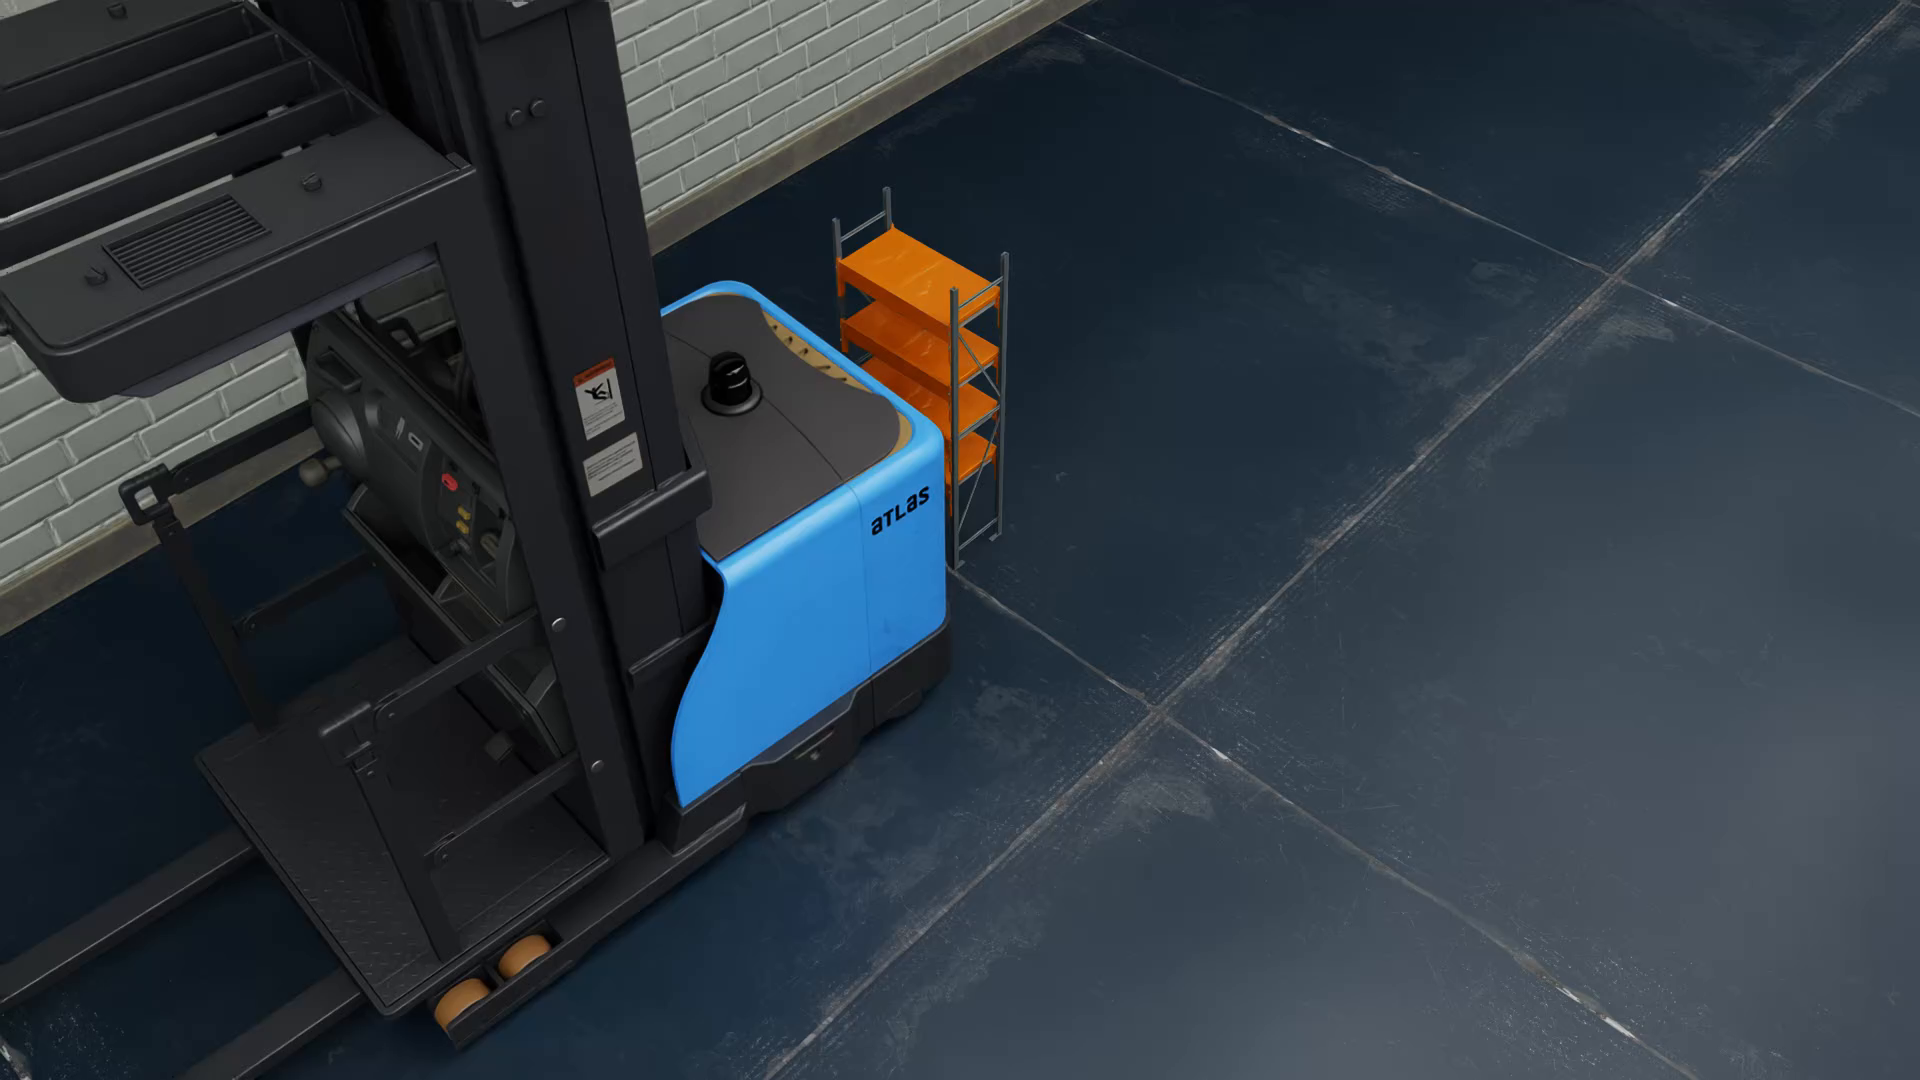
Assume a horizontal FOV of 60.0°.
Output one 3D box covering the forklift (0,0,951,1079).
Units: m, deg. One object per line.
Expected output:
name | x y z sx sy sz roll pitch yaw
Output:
forklift | -1.452 -0.093 3.827 3.031 2.935 1.130 -34 55 -28

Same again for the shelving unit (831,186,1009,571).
shelving unit | -0.122 -0.493 5.389 0.503 1.200 0.258 34 55 28

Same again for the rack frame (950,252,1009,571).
rack frame | 0.058 -0.372 5.276 0.015 1.200 0.240 34 55 28

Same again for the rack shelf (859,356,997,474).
rack shelf | -0.122 -0.446 5.438 0.480 0.148 0.258 34 55 28

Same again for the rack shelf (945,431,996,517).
rack shelf | -0.122 -0.311 5.583 0.480 0.148 0.258 34 55 28

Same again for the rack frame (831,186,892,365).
rack frame | -0.301 -0.613 5.503 0.015 1.200 0.240 34 55 28

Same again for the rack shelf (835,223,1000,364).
rack shelf | -0.122 -0.762 5.103 0.480 0.148 0.258 34 55 28

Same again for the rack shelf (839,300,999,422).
rack shelf | -0.122 -0.600 5.275 0.480 0.148 0.258 34 55 28
